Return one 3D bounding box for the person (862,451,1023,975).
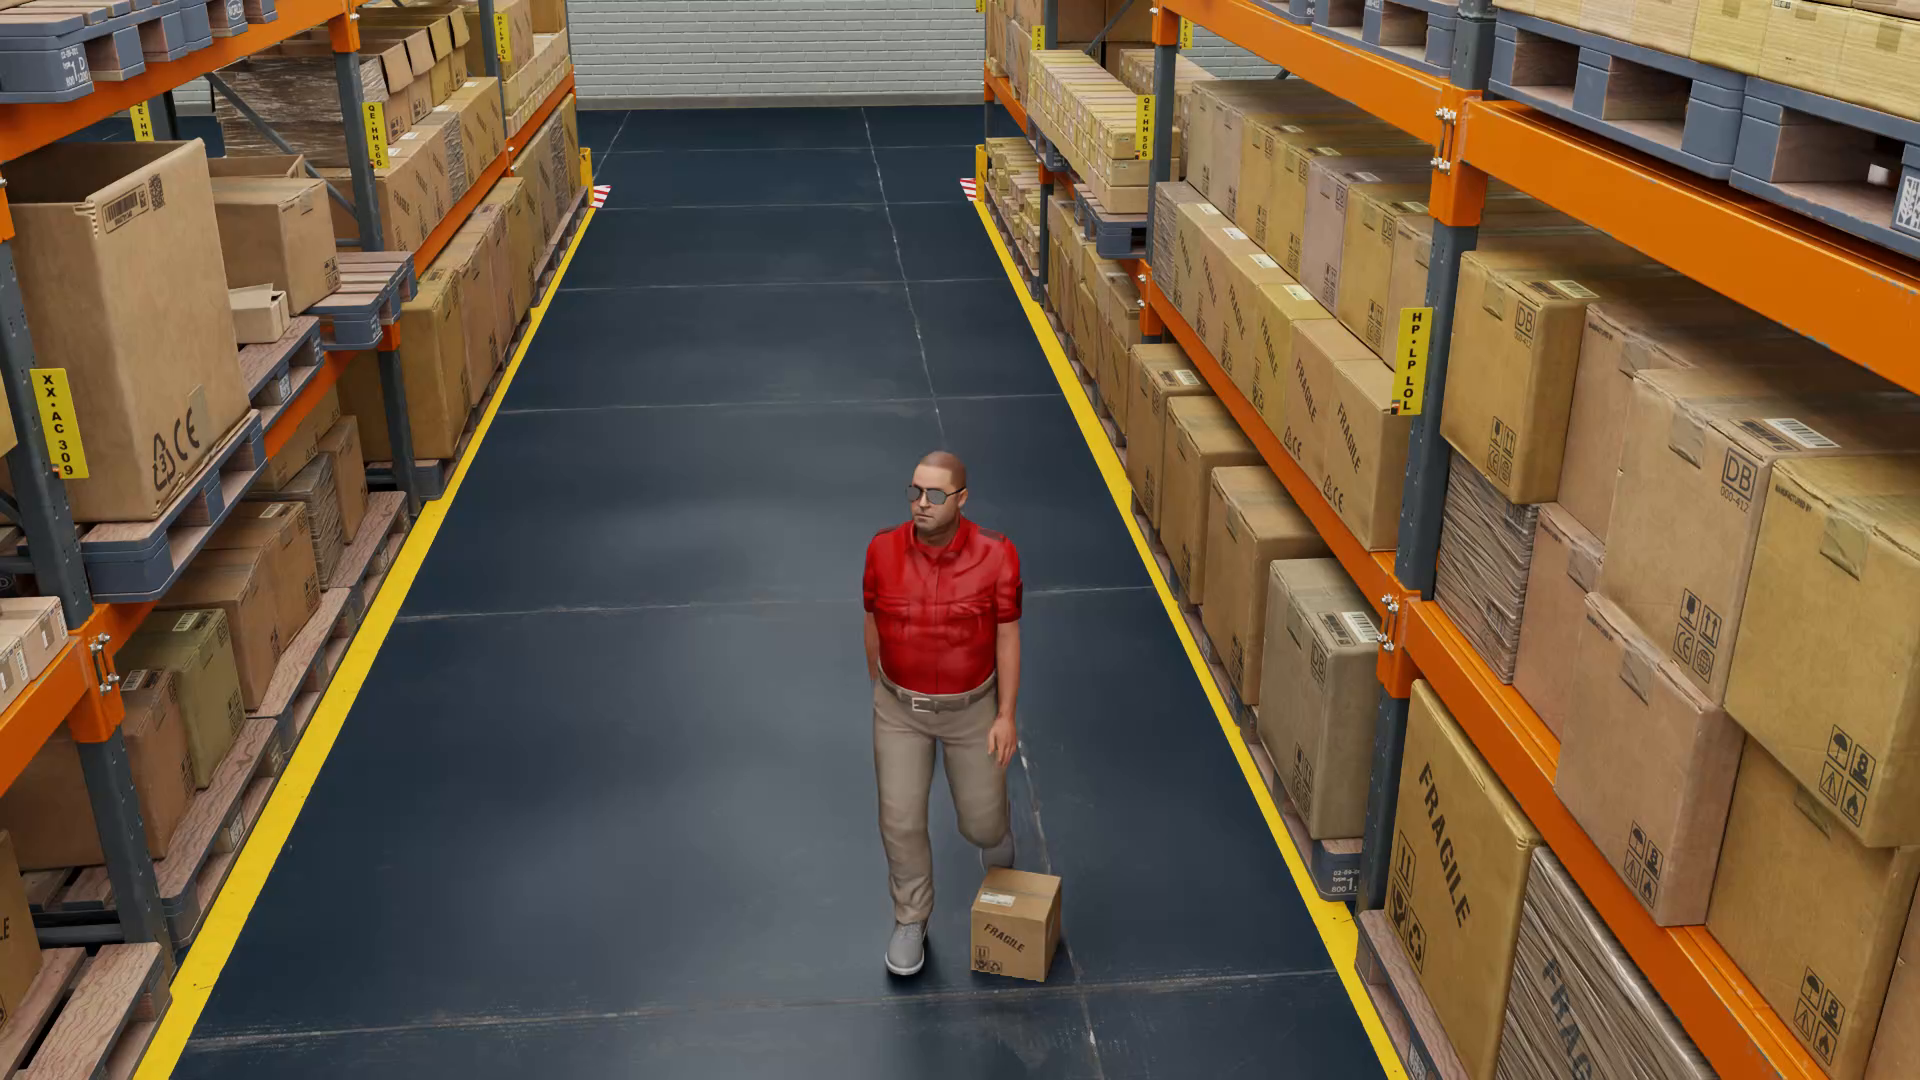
[{"bbox_3d":[-0.060,0.518,5.384,0.522,1.707,0.704,4,24,8],"label":"person"}]
